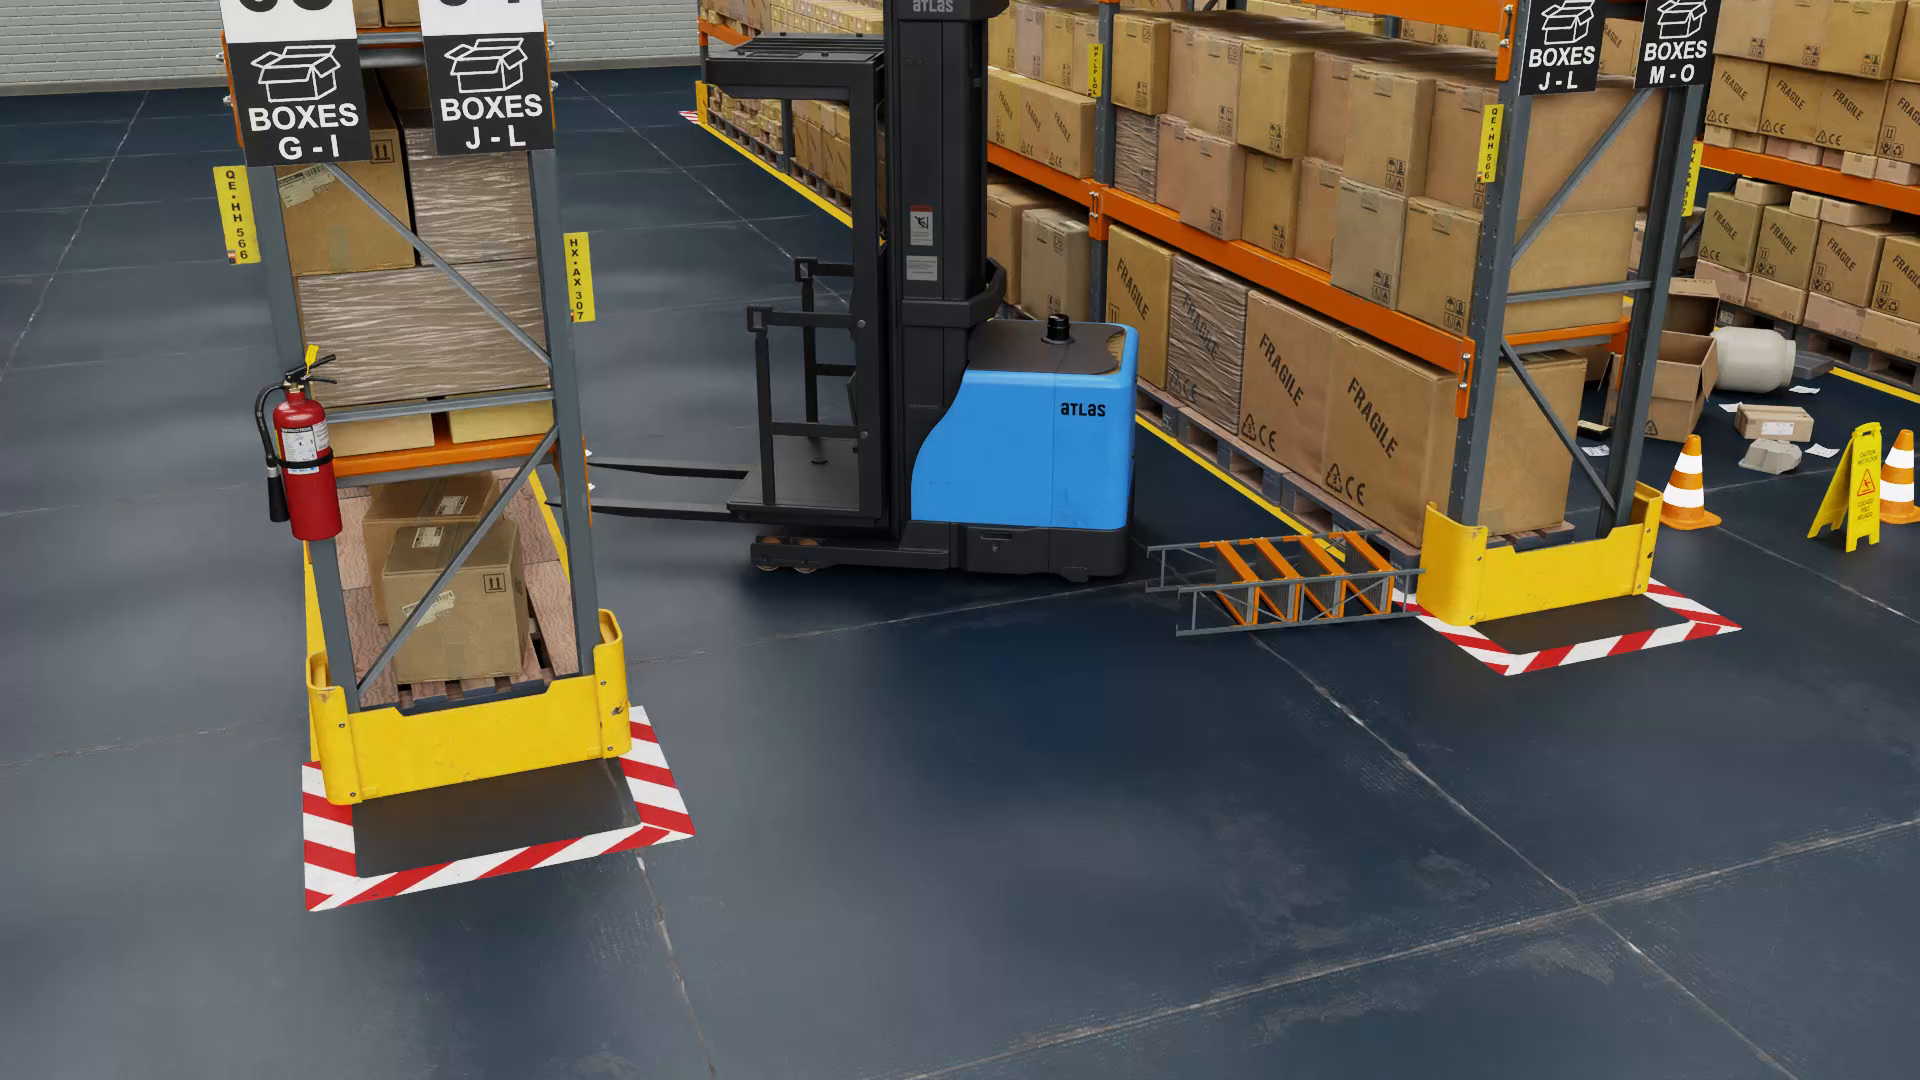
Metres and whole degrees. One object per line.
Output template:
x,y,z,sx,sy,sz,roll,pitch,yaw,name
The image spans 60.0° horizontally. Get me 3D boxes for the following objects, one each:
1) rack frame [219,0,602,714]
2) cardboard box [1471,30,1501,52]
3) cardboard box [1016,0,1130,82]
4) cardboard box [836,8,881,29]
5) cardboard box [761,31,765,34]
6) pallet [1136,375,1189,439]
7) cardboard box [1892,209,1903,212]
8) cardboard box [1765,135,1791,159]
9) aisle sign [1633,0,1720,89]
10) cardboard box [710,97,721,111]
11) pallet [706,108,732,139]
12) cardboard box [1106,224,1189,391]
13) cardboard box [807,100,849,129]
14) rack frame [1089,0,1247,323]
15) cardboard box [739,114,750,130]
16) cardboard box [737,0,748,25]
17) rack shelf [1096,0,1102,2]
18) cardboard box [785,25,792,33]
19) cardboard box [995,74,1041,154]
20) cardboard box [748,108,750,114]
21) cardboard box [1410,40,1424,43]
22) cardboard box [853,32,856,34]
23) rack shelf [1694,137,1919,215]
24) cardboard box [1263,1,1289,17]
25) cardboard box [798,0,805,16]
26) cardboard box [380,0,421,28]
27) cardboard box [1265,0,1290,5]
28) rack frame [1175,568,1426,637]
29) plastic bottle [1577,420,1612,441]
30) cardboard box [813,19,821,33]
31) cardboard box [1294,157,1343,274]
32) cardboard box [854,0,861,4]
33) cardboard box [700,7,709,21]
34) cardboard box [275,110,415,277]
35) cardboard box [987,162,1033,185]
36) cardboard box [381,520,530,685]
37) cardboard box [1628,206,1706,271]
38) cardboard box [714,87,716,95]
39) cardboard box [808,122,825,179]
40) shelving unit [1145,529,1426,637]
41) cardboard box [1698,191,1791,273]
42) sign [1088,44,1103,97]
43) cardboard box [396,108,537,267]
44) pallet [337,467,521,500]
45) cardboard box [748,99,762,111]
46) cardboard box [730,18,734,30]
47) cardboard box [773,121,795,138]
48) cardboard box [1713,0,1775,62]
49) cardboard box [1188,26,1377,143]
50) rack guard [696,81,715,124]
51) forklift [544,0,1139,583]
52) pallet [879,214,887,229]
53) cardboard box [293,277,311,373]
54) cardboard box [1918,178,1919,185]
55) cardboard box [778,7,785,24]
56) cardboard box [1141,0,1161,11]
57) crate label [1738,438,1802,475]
-1.894,-0.477,6.020,1.000,3.000,0.127,-8,24,-19,rack frame
4.878,-4.545,14.618,0.500,0.500,0.500,-8,24,-18,cardboard box
0.826,-3.631,12.087,0.700,0.500,0.500,-8,24,-19,cardboard box
-0.924,-4.778,15.241,0.380,0.149,0.250,-8,24,-17,cardboard box
-1.970,-5.516,18.298,0.380,0.149,0.250,-9,24,-20,cardboard box
1.564,-1.002,10.856,1.003,0.211,1.213,-8,24,-19,pallet
6.605,-2.200,12.141,0.500,0.500,0.500,-8,24,-18,cardboard box
6.035,-2.839,11.947,0.380,0.149,0.250,-8,24,-19,cardboard box
3.087,-2.334,7.079,0.394,0.787,0.004,-8,24,-19,aisle sign
-2.985,-5.580,21.257,0.380,0.149,0.250,-8,24,-18,cardboard box
-2.590,-5.322,21.105,1.003,0.211,1.213,-8,24,-19,pallet
1.525,-1.551,10.762,0.875,0.875,0.875,-8,24,-18,cardboard box
-1.253,-4.370,16.969,0.500,0.250,0.500,-8,24,-18,cardboard box
1.369,-2.574,10.996,1.000,3.000,0.127,-8,24,-19,rack frame
-2.426,-5.020,19.928,0.380,0.149,0.250,-8,24,-19,cardboard box
-2.250,-6.171,19.017,0.500,0.500,0.500,-8,24,-19,cardboard box
0.662,-4.352,12.277,1.077,0.370,4.000,-8,24,-19,rack shelf
-1.561,-5.161,16.916,0.380,0.149,0.250,-8,24,-19,cardboard box
0.577,-3.141,12.210,0.500,0.500,0.500,-8,24,-18,cardboard box
-2.320,-5.158,19.872,0.380,0.149,0.250,-7,24,-16,cardboard box
4.491,-4.678,15.769,0.380,0.149,0.250,-10,25,-22,cardboard box
-0.741,-4.456,14.861,0.380,0.149,0.250,-7,24,-17,cardboard box
6.670,-2.232,11.110,1.077,0.370,4.000,-8,24,-19,rack shelf
3.574,-5.604,17.733,0.500,0.250,0.500,-9,25,-21,cardboard box
-1.380,-5.249,16.358,0.380,0.149,0.250,-9,24,-19,cardboard box
-1.823,-2.001,5.966,0.500,0.250,0.500,-8,24,-17,cardboard box
3.593,-5.954,17.598,0.500,0.500,0.500,-9,24,-20,cardboard box
1.578,0.287,7.691,1.200,0.240,0.015,-4,23,-10,rack frame
3.875,-0.689,10.305,0.133,0.061,0.283,-18,29,-37,plastic bottle
-1.194,-4.922,15.965,0.380,0.149,0.250,-9,24,-20,cardboard box
2.313,-1.736,8.814,0.875,0.550,0.550,-8,24,-19,cardboard box
-0.855,-5.427,16.781,0.380,0.149,0.250,-8,24,-19,cardboard box
-3.063,-6.656,21.004,0.380,0.149,0.250,-9,24,-19,cardboard box
-2.320,-1.287,6.142,0.500,0.500,0.500,-8,24,-19,cardboard box
0.398,-2.634,13.493,1.050,0.750,0.750,-8,24,-18,cardboard box
-2.099,0.252,6.968,0.500,0.500,0.500,-4,23,-9,cardboard box
5.776,-2.463,13.574,0.950,0.372,0.625,-8,24,-18,cardboard box
-2.926,-5.726,21.220,0.380,0.149,0.250,-7,24,-17,cardboard box
-1.256,-4.026,17.117,0.500,0.500,0.500,-7,24,-17,cardboard box
1.533,0.194,7.912,1.200,0.258,0.503,-4,23,-10,shelving unit
5.920,-2.311,12.405,0.500,0.500,0.500,-7,24,-16,cardboard box
0.864,-2.993,10.601,0.100,0.325,0.005,-8,24,-19,sign
-1.834,-1.358,6.311,0.500,0.500,0.500,-8,24,-19,cardboard box
-3.037,-0.406,9.442,1.003,0.211,1.213,-8,24,-19,pallet
-2.250,-5.096,19.343,0.380,0.149,0.250,-10,25,-22,cardboard box
-2.536,-6.193,19.906,0.380,0.149,0.250,-9,24,-20,cardboard box
-1.866,-4.569,18.475,0.380,0.149,0.250,-8,24,-18,cardboard box
5.916,-3.745,11.973,0.700,0.500,0.500,-9,24,-20,cardboard box
1.832,-2.603,9.481,0.875,0.550,0.550,-8,24,-19,cardboard box
-2.844,-5.755,21.761,1.175,0.500,0.348,-8,24,-19,rack guard
-0.618,-1.384,8.261,3.031,2.935,1.130,3,23,7,forklift
-0.319,-3.027,15.660,1.003,0.211,1.213,-8,24,-19,pallet
-2.352,-1.029,6.818,0.875,0.500,0.500,-8,24,-19,cardboard box
6.523,-2.386,10.872,0.380,0.149,0.250,-8,24,-19,cardboard box
-1.655,-5.396,17.090,0.380,0.149,0.250,-9,24,-20,cardboard box
2.548,-6.563,20.330,0.500,0.500,0.500,-9,24,-20,cardboard box
4.764,-0.498,9.756,0.298,0.136,0.250,18,29,36,crate label
